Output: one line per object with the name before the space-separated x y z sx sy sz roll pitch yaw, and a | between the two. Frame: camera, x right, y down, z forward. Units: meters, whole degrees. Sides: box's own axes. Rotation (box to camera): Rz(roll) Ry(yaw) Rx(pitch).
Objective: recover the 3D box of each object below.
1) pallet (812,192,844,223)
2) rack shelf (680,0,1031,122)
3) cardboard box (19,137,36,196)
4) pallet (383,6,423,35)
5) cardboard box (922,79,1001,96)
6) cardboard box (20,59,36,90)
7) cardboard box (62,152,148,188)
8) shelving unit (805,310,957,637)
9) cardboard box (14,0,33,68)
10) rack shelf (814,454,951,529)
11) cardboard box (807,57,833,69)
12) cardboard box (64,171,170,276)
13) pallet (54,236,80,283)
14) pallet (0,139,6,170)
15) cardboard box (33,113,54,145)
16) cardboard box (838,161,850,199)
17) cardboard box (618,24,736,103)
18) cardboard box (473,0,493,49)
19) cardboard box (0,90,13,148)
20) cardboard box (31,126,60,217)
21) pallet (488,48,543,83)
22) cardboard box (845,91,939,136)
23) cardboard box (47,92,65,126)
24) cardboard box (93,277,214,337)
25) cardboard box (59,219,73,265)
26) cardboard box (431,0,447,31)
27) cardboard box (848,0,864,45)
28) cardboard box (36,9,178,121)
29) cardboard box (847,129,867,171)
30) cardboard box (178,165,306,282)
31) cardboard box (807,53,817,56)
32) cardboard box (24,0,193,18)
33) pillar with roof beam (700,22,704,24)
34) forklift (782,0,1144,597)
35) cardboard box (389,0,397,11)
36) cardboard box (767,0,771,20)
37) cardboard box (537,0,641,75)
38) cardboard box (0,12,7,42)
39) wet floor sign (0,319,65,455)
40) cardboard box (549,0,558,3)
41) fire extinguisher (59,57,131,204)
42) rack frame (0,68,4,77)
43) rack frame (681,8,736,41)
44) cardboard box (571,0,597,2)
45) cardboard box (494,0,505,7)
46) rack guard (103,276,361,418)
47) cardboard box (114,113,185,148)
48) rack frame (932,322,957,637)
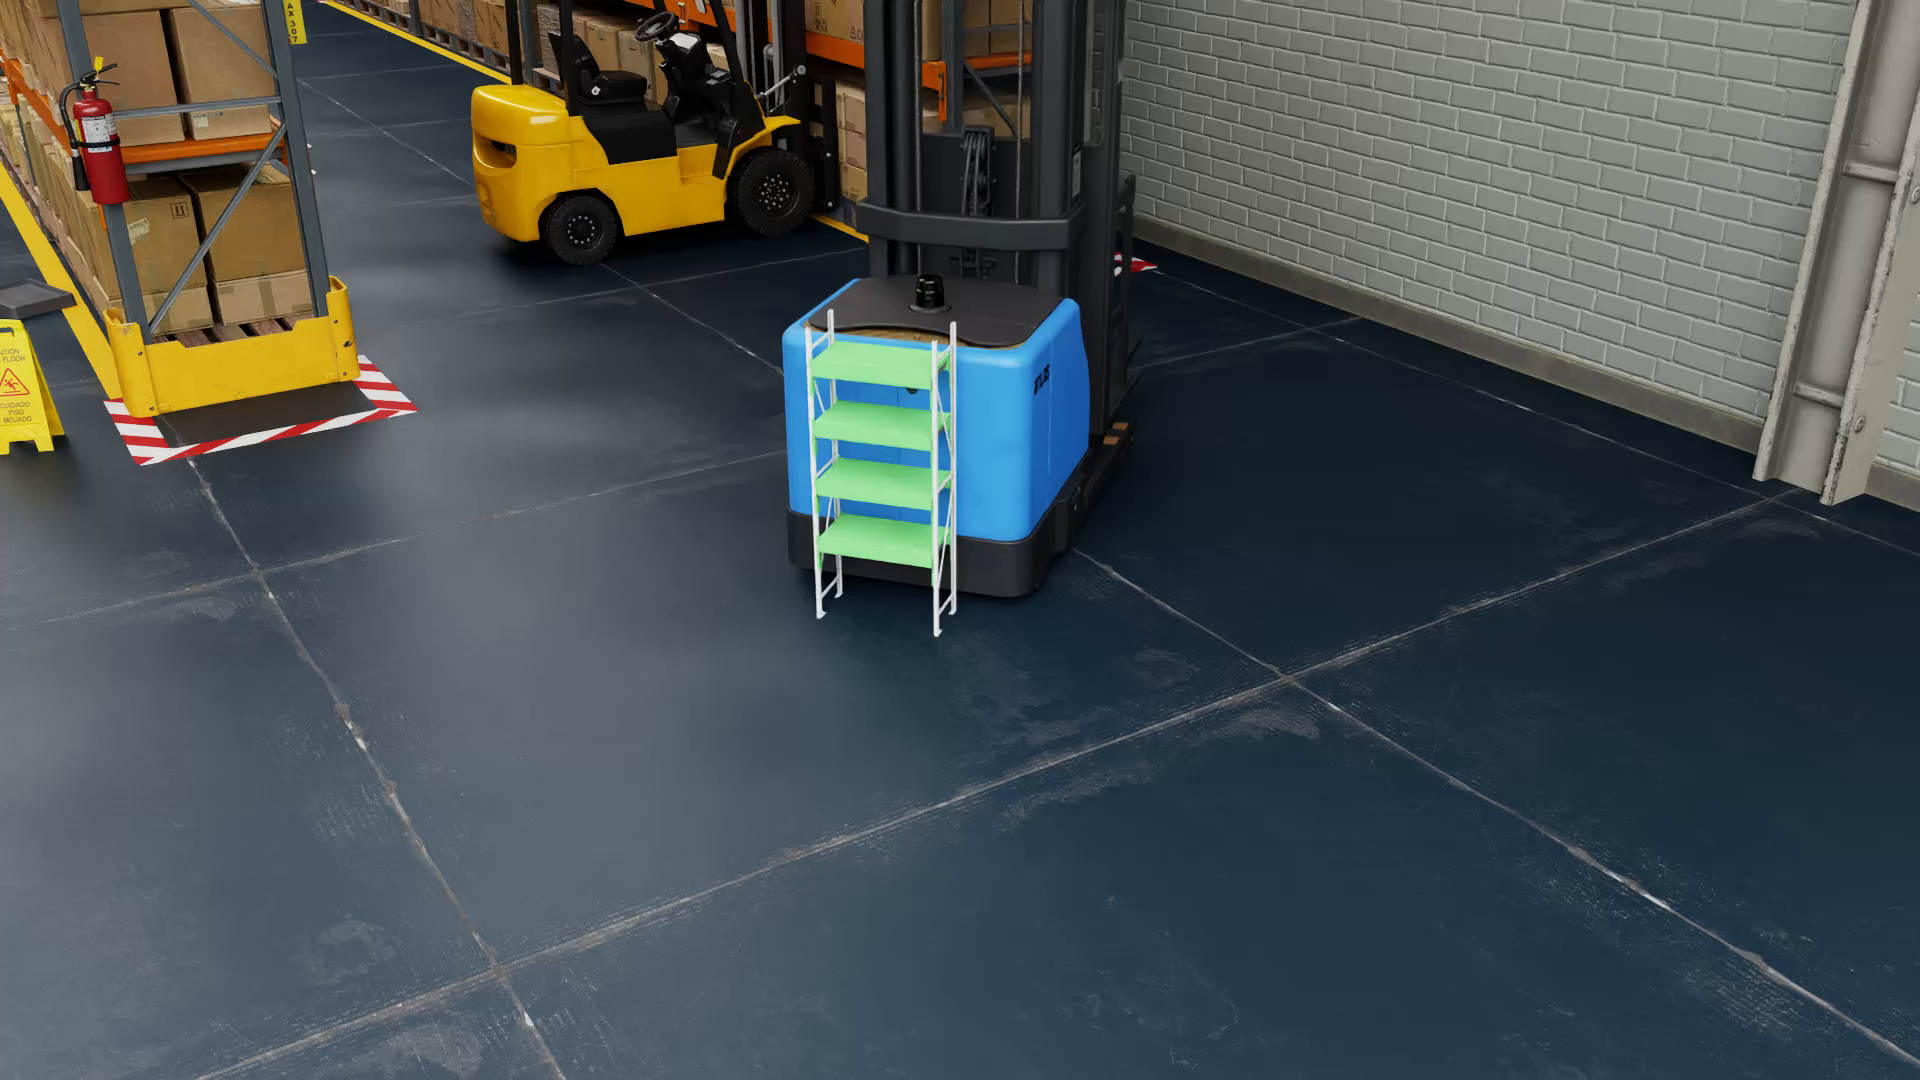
pallet | -0.779 -2.744 12.816 1.003 0.211 1.213 -16 29 -30
rack shelf | -0.756 -3.695 12.407 1.077 0.370 4.000 -16 29 -30
cardboard box | -6.293 -2.767 12.183 0.950 0.372 0.625 -15 29 -29
pallet | -6.589 -6.582 20.946 1.003 0.211 1.213 -16 29 -30
cardboard box | -0.044 -3.098 11.856 0.500 0.250 0.500 -15 29 -29
cardboard box | -5.411 -2.817 9.998 0.380 0.149 0.250 -15 29 -29
cardboard box | -4.734 -2.068 9.207 0.380 0.149 0.250 -15 29 -28
shelving unit | -0.290 -0.246 6.366 0.503 1.200 0.258 8 26 16
cardboard box | -5.149 -3.003 9.631 0.500 0.500 0.500 -15 29 -29
rack shelf | -0.290 -0.189 6.393 0.480 0.148 0.258 8 26 16
cardboard box | -1.295 -3.528 12.768 0.500 0.250 0.500 -14 29 -28
cardboard box | -4.765 -1.845 9.494 0.500 0.500 0.500 -14 29 -28
pallet | -5.609 -2.085 11.419 1.003 0.211 1.213 -16 29 -30
pallet | -7.763 -3.468 14.349 1.003 0.211 1.213 -16 29 -30
cardboard box | -5.460 -2.545 10.219 0.380 0.149 0.250 -14 29 -27
cardboard box | -0.715 -2.707 12.200 0.500 0.250 0.500 -15 29 -29
cardboard box | -2.560 -4.315 15.168 0.875 0.625 0.625 -16 30 -30
cardboard box | -4.995 -5.695 18.237 0.500 0.500 0.500 -14 29 -27
cardboard box | -7.479 -3.544 13.829 0.950 0.372 0.625 -16 30 -31
cardboard box | -5.607 -2.401 10.673 0.500 0.500 0.500 -14 29 -28
pallet | -4.408 -5.182 17.979 1.003 0.211 1.213 -16 29 -30
cardboard box | -0.461 -2.977 11.601 0.500 0.250 0.500 -15 29 -29
cardboard box | -4.724 -2.364 9.038 0.380 0.149 0.250 -15 29 -29
cardboard box | -4.501 -1.329 9.280 0.500 0.250 0.500 -16 29 -30
cardboard box | -5.316 -1.873 10.433 0.500 0.250 0.500 -16 30 -30
cardboard box | -5.841 -6.243 19.398 0.500 0.500 0.500 -16 30 -30
cardboard box | -0.429 -3.653 11.358 0.500 0.500 0.500 -15 29 -28
cardboard box | -4.348 -2.457 8.475 0.500 0.500 0.500 -16 30 -30
cardboard box | -0.457 -2.761 11.728 0.500 0.250 0.500 -16 30 -30
cardboard box | -4.043 -1.794 9.388 0.500 0.500 0.500 -17 30 -31
cardboard box | -1.128 -3.826 13.399 0.500 0.250 0.500 -16 30 -30
cardboard box | -4.283 -2.911 8.266 0.700 0.500 0.500 -16 30 -31
pillar with roof beam | -6.172 -7.620 12.851 9.100 9.000 0.400 -16 29 -30
forklift | 0.224 -1.704 7.427 1.130 2.935 3.031 8 26 16
cardboard box | -6.960 -6.810 20.872 0.396 0.266 0.258 -14 29 -28
cardboard box | -1.249 -4.198 12.513 0.500 0.500 0.500 -16 30 -30
cardboard box | -3.703 -5.057 16.737 0.875 0.625 0.625 -15 29 -28
cardboard box | -5.998 -3.535 10.760 0.500 0.500 0.500 -16 29 -30
wet floor sign | -4.614 -0.765 8.115 0.267 0.644 0.232 -6 26 -12
cardboard box | -4.278 -5.622 18.083 0.500 0.500 0.500 -15 29 -29
fire extinguisher | -4.145 -1.964 7.987 0.296 0.674 0.183 -16 29 -30
rack frame | -8.189 -5.009 14.346 1.000 3.000 0.127 -16 29 -30
rack frame | -1.848 -4.736 13.769 1.000 3.000 0.127 -16 29 -30
cardboard box | -4.055 -5.779 17.654 0.380 0.149 0.250 -14 29 -27
cardboard box | -4.689 -5.728 17.546 0.380 0.149 0.250 -17 30 -32
rack guard | -3.863 -1.044 8.876 1.175 0.500 0.348 -16 29 -30
cardboard box | -4.205 -2.118 8.516 0.380 0.149 0.250 -14 29 -28
rack frame | -0.058 -0.214 6.298 0.015 1.200 0.240 8 26 16
